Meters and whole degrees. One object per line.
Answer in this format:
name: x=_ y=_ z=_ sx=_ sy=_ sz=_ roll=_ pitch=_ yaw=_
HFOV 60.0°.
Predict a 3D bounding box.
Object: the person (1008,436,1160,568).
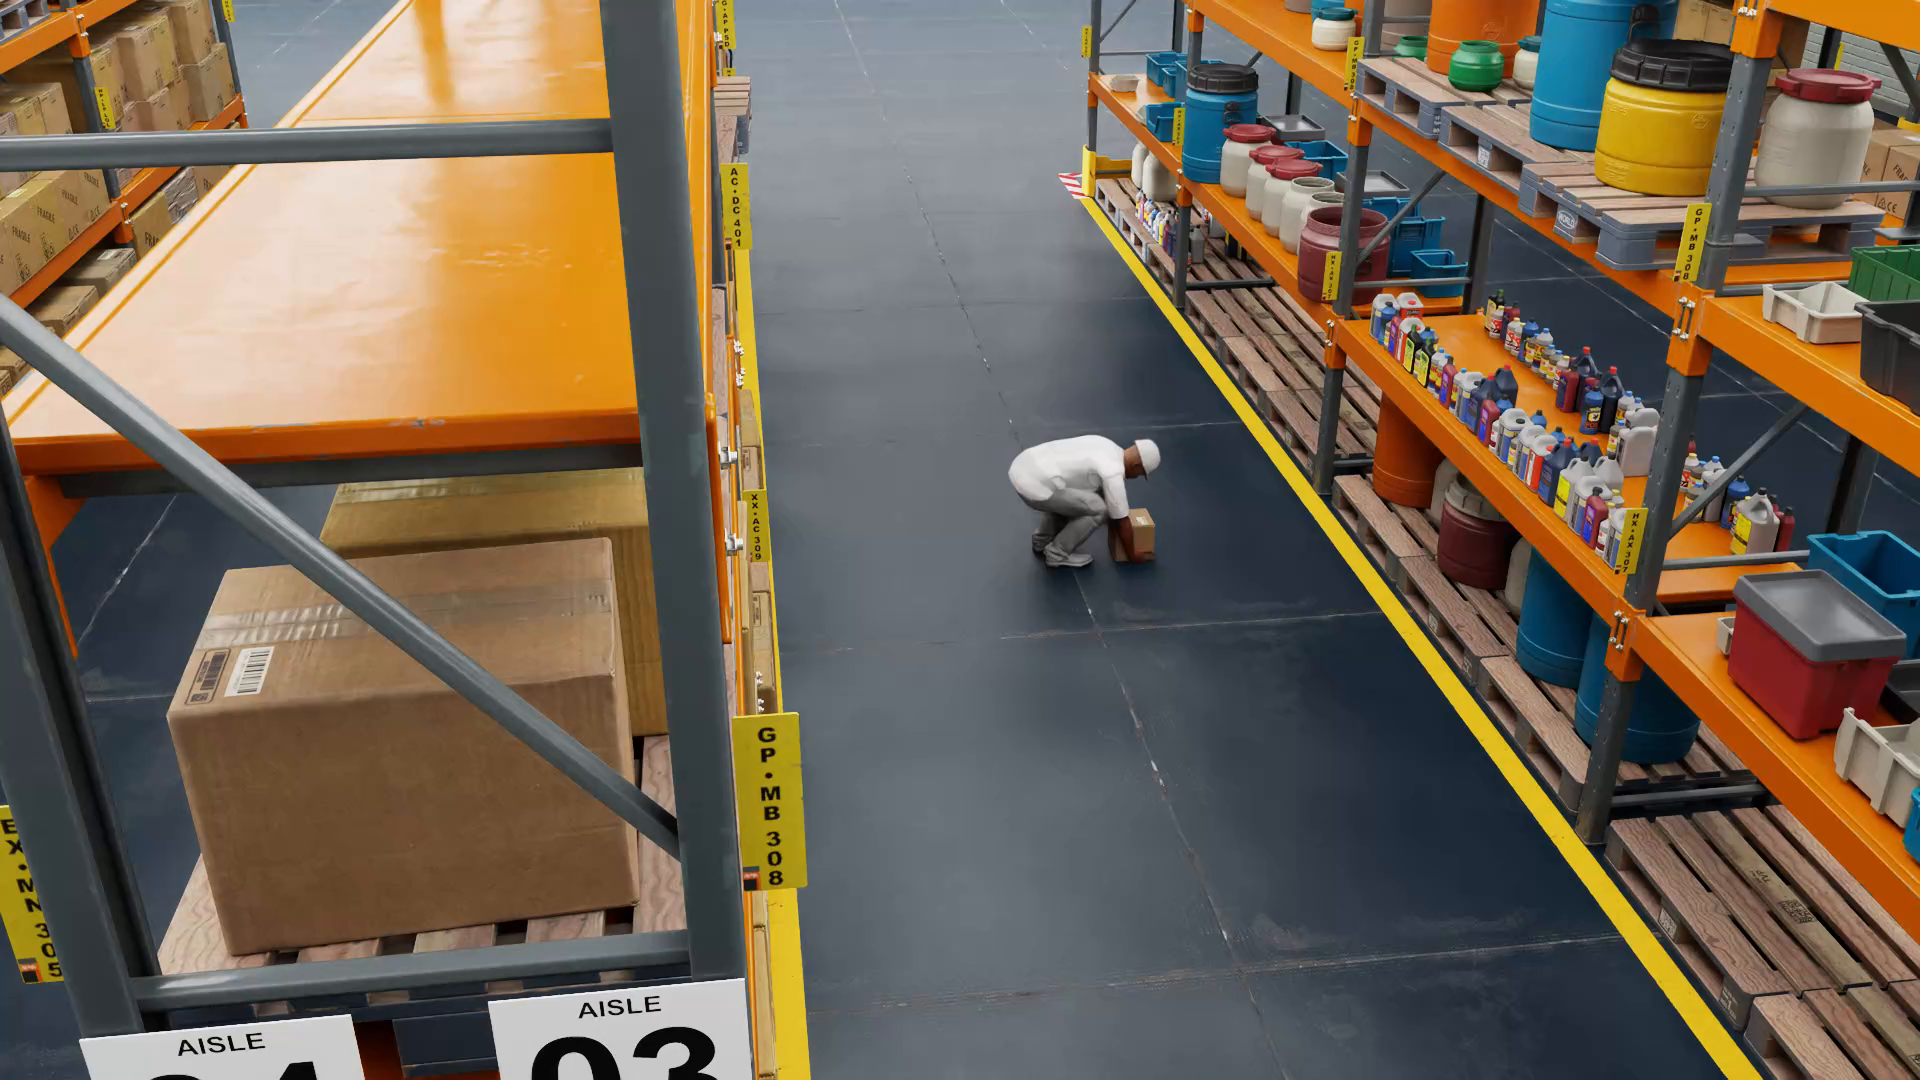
person: x=0.798 y=-0.263 z=10.667 sx=0.977 sy=0.828 sz=0.518 roll=-4 pitch=27 yaw=-9
